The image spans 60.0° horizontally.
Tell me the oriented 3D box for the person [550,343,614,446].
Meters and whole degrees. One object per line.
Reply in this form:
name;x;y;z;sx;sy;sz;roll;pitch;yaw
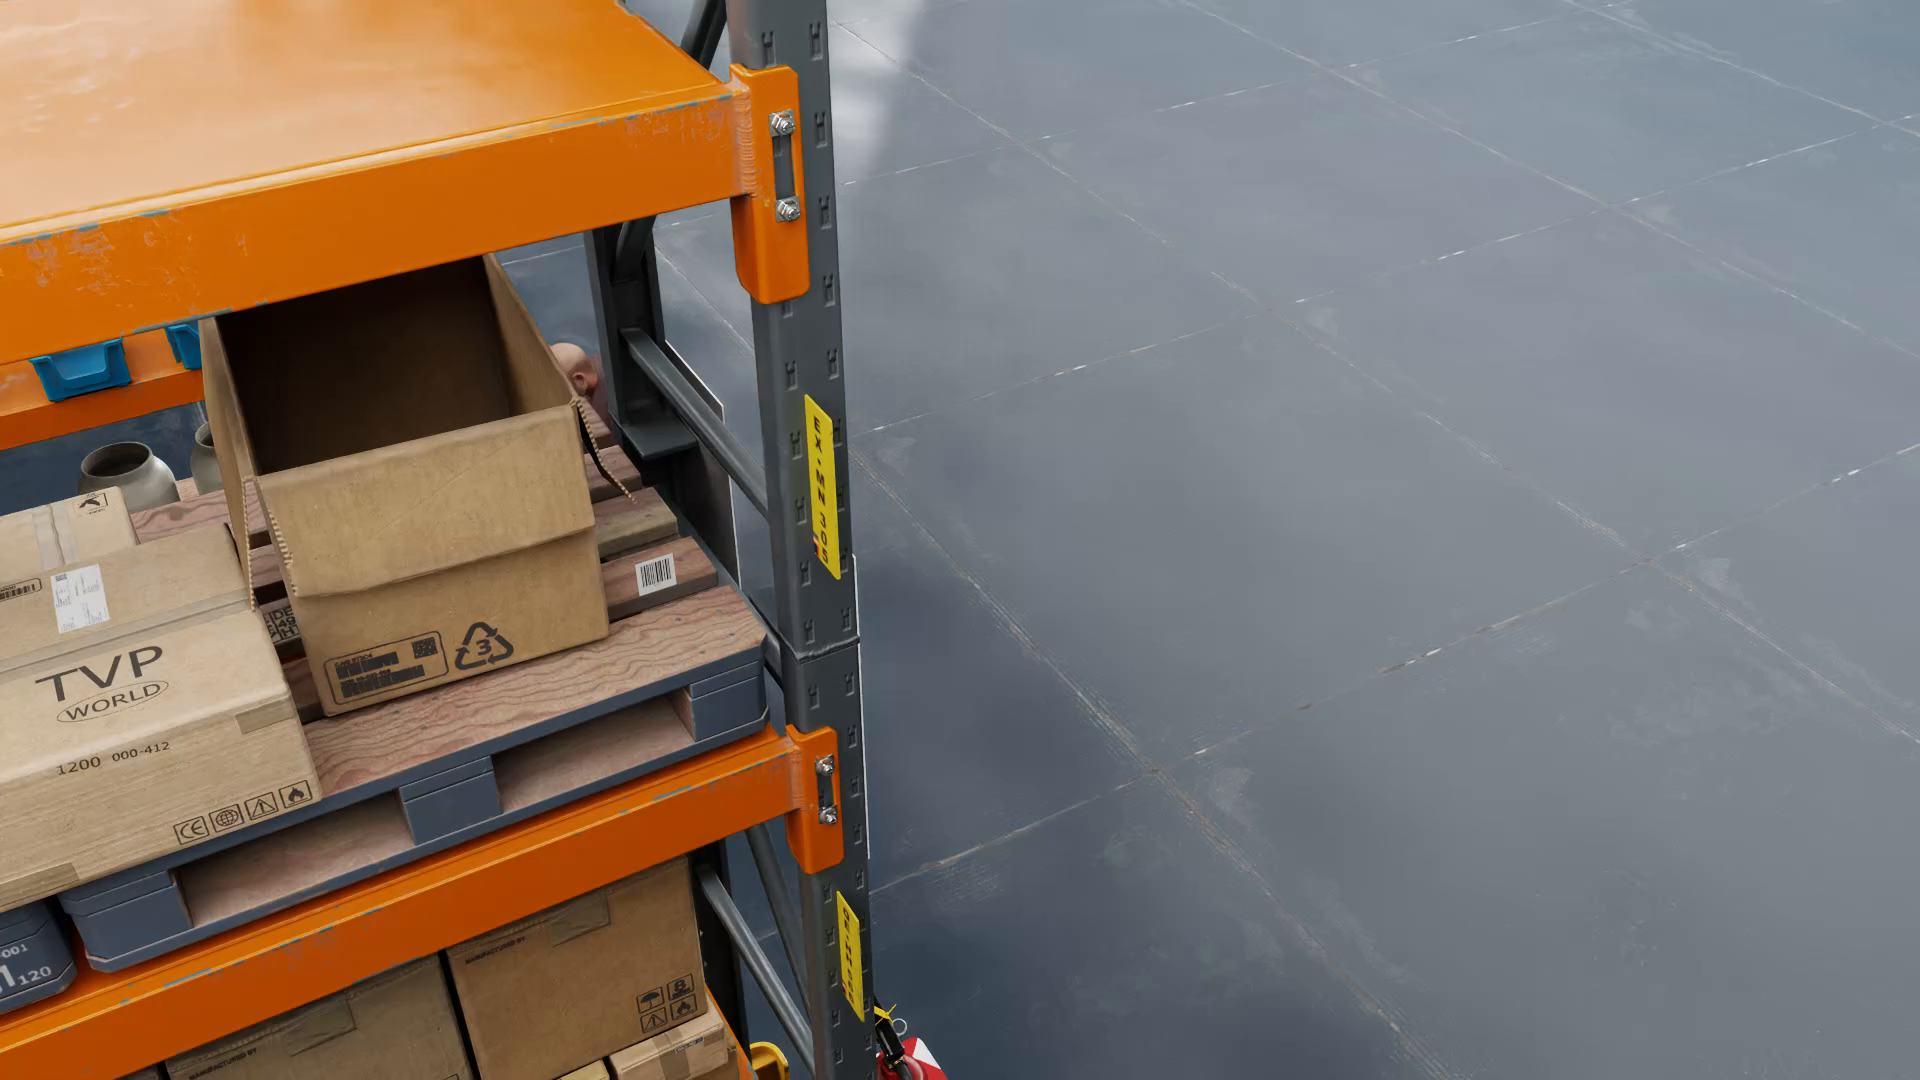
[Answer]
person;-1.488;-0.147;7.420;0.564;1.456;0.620;-18;40;-23
